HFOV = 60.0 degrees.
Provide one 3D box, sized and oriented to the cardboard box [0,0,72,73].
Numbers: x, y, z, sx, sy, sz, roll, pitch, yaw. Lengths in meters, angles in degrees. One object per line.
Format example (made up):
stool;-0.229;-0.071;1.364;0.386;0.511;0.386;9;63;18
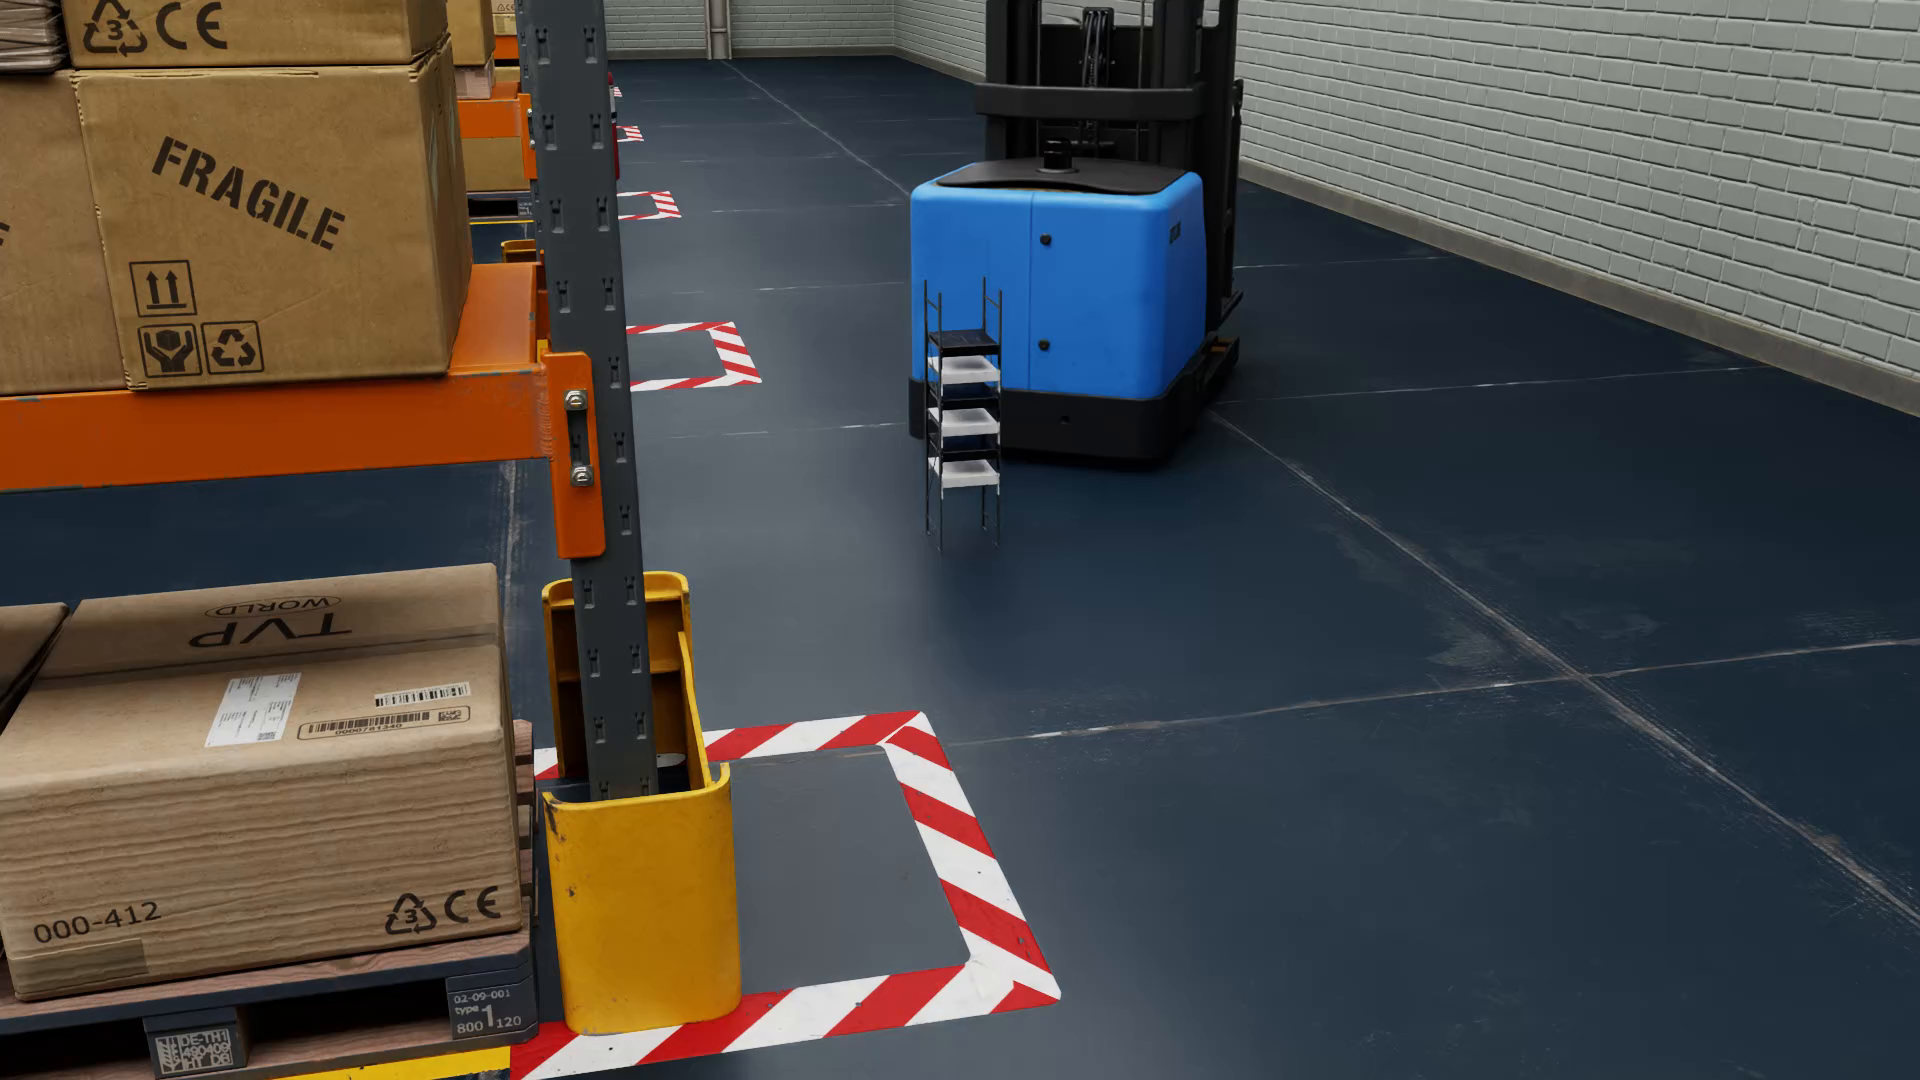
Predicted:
cardboard box;-1.664;-1.002;2.590;0.500;0.500;0.500;-5;21;-12

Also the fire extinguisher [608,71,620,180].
fire extinguisher;-1.633;-1.958;7.452;0.183;0.674;0.296;-5;21;-12

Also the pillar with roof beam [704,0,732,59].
pillar with roof beam;-3.028;-10.825;22.283;0.400;9.000;9.100;-5;21;-12

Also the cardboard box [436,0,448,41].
cardboard box;-1.280;-1.228;3.208;0.500;0.500;0.500;-5;21;-14

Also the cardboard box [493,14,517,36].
cardboard box;-3.298;-3.716;11.962;0.250;0.149;0.380;-4;21;-11

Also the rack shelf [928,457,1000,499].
rack shelf;0.008;-0.223;5.735;0.200;0.077;0.258;-5;21;-12

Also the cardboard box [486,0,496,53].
cardboard box;-2.485;-2.547;7.829;0.500;0.500;0.500;-4;20;-10

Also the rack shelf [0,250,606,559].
rack shelf;-2.694;-0.159;2.932;4.000;0.370;1.077;-5;21;-12

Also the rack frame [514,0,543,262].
rack frame;-1.985;-2.304;7.742;0.127;3.000;1.000;-5;21;-12

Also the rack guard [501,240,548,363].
rack guard;-2.059;-1.124;8.156;0.348;0.500;1.175;-5;21;-12

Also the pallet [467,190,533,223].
pallet;-3.788;-2.573;12.532;1.213;0.211;1.003;-5;21;-12

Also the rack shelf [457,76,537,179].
rack shelf;-3.931;-1.808;7.434;4.000;0.370;1.077;-5;21;-12

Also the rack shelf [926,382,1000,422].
rack shelf;0.008;-0.476;5.642;0.200;0.077;0.258;-5;21;-12

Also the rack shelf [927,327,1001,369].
rack shelf;0.008;-0.645;5.580;0.200;0.077;0.258;-5;21;-12

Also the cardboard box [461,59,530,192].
cardboard box;-3.632;-3.094;12.378;0.875;0.875;0.875;-5;21;-12

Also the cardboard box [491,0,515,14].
cardboard box;-3.438;-3.914;11.924;0.500;0.250;0.500;-5;21;-13

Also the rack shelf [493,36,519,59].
rack shelf;-4.974;-3.476;11.988;4.000;0.370;1.077;-5;21;-12

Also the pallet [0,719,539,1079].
pallet;-1.507;0.744;3.476;1.213;0.211;1.003;-5;21;-12

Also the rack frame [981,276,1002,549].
rack frame;0.107;-0.431;5.684;0.006;0.900;0.240;-5;21;-12

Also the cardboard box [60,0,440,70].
cardboard box;-1.162;-1.053;2.730;0.500;0.500;0.500;-4;20;-11

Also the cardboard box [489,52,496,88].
cardboard box;-2.375;-2.270;8.015;0.250;0.149;0.380;-5;21;-13

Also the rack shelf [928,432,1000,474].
rack shelf;0.008;-0.307;5.704;0.200;0.077;0.258;-5;21;-12

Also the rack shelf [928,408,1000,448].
rack shelf;0.008;-0.392;5.673;0.200;0.077;0.258;-5;21;-12

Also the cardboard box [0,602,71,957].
cardboard box;-2.255;0.512;3.170;0.875;0.438;0.875;-4;21;-11

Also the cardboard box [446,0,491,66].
cardboard box;-2.363;-2.369;7.342;0.500;0.500;0.500;-4;21;-11

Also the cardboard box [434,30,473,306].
cardboard box;-1.280;-0.760;3.382;0.500;0.500;0.500;-5;21;-13

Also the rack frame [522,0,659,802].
rack frame;-0.747;-0.655;3.241;0.127;3.000;1.000;-5;21;-12

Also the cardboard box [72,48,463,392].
cardboard box;-1.156;-0.575;2.878;0.500;0.500;0.500;-5;21;-12

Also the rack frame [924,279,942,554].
rack frame;-0.091;-0.415;5.640;0.006;0.900;0.240;-5;21;-12

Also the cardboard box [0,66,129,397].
cardboard box;-1.648;-0.540;2.783;0.500;0.500;0.500;-5;21;-14

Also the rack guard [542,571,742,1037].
rack guard;-0.724;0.517;3.676;0.348;0.500;1.175;-5;21;-12

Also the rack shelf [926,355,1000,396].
rack shelf;0.008;-0.561;5.611;0.200;0.077;0.258;-5;21;-12

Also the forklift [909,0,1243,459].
forklift;0.722;-2.162;7.457;1.130;2.935;3.031;6;21;16

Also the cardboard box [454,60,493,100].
cardboard box;-2.237;-2.065;7.457;0.250;0.149;0.380;-5;21;-12

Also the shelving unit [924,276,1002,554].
shelving unit;0.008;-0.423;5.662;0.210;0.900;0.258;-5;21;-12

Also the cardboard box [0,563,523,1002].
cardboard box;-1.367;0.437;3.375;0.875;0.438;0.875;-5;21;-14
